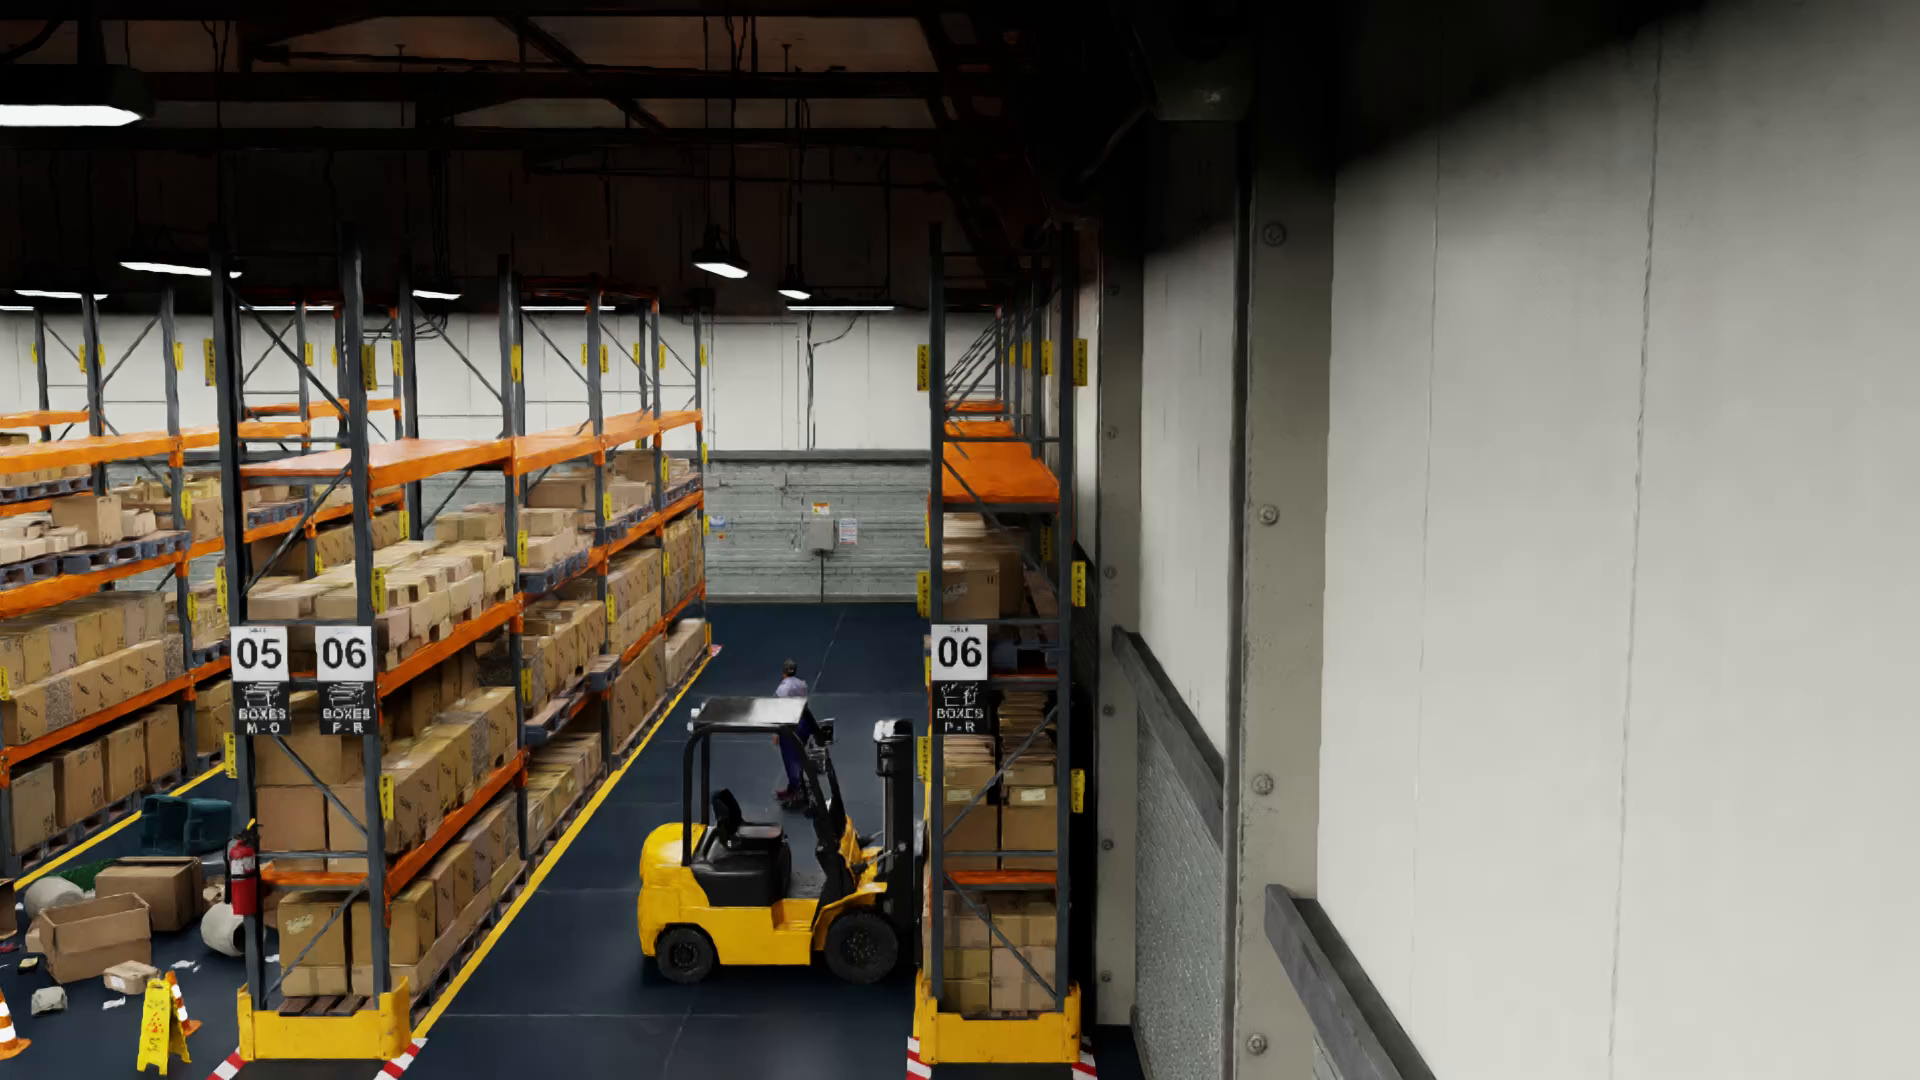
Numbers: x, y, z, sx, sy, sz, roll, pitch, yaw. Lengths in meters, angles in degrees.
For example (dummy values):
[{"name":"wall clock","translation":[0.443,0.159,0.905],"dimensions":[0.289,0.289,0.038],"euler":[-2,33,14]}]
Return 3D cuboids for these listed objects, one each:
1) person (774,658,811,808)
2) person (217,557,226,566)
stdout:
[{"name":"person","translation":[-1.930,2.169,18.807],"dimensions":[0.551,1.607,0.598],"euler":[3,7,27]},{"name":"person","translation":[-11.950,1.120,27.114],"dimensions":[0.520,1.703,0.737],"euler":[0,7,-3]}]
